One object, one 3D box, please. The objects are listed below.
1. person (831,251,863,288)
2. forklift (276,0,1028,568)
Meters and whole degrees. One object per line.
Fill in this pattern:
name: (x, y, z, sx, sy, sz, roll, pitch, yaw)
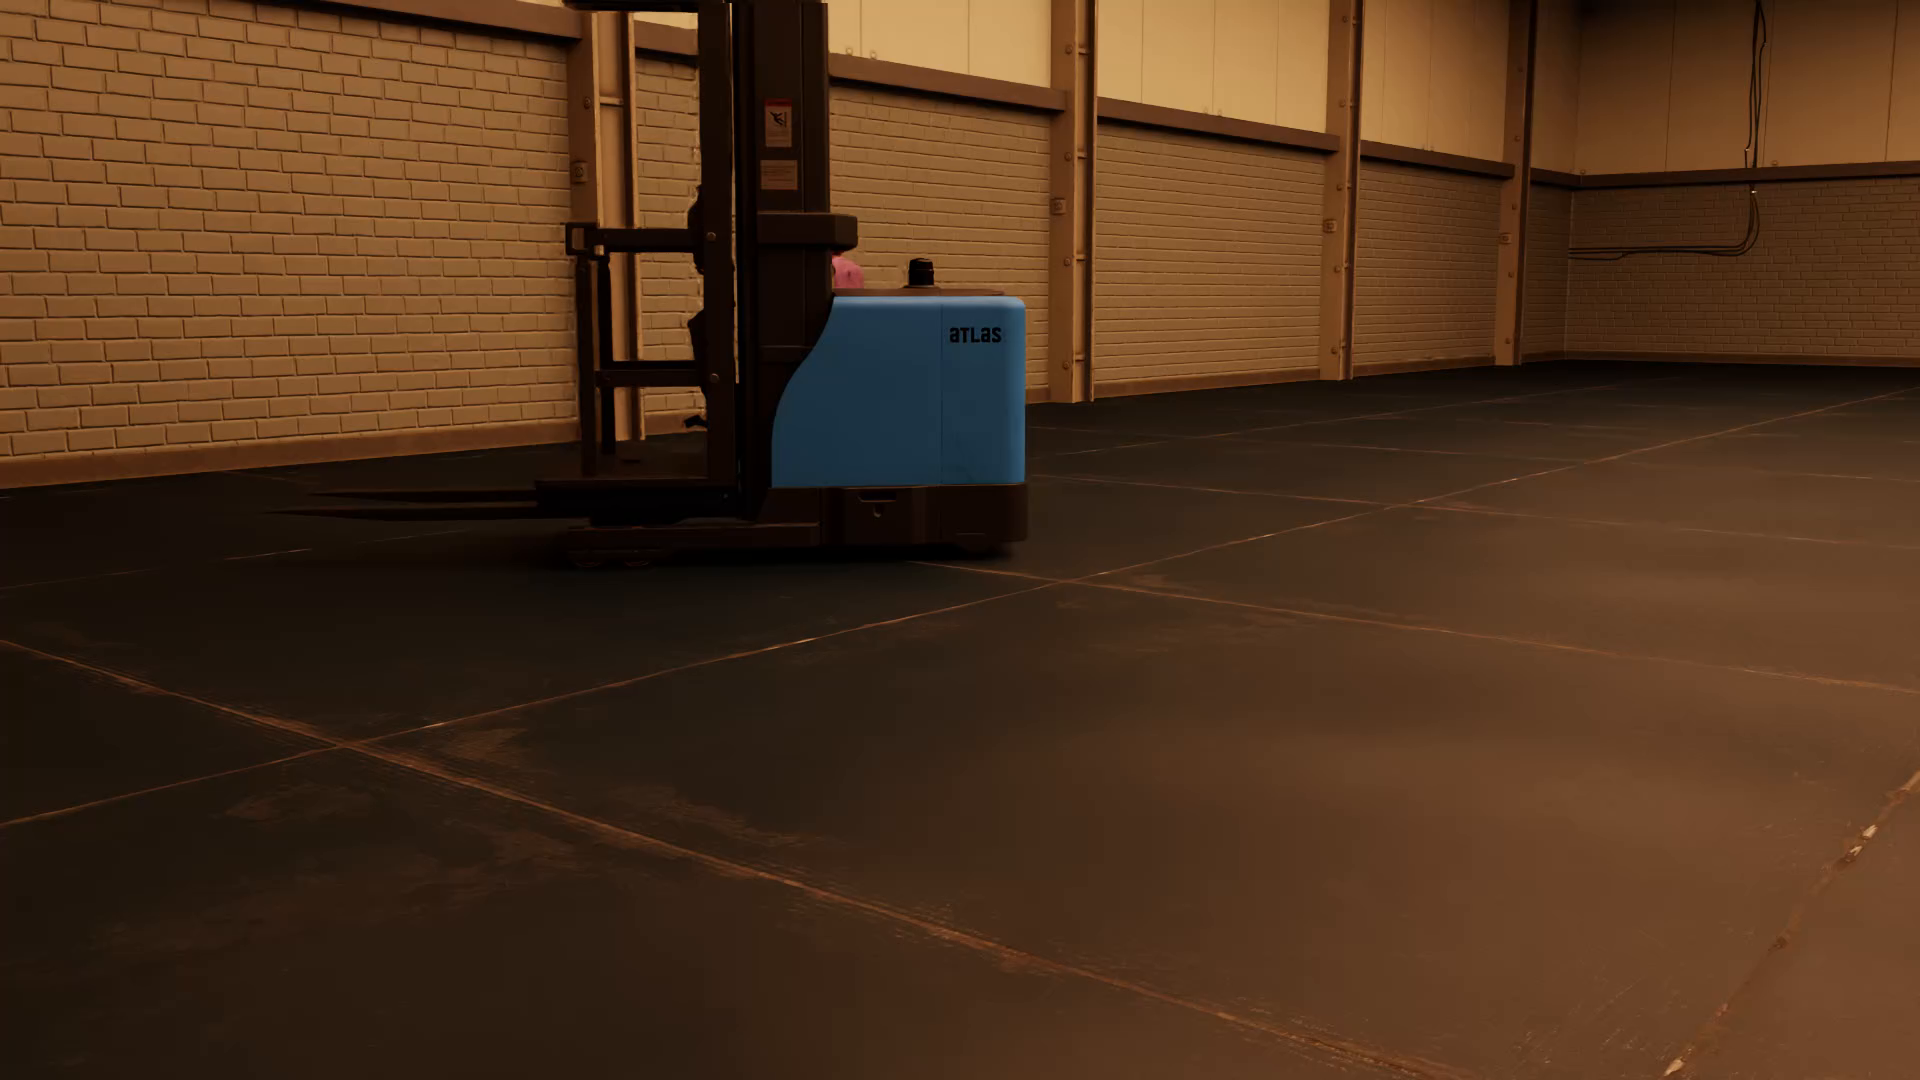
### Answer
person: (-0.743, -1.063, 9.502, 0.465, 1.524, 0.720, -6, 10, -37)
forklift: (-1.275, -1.419, 6.980, 3.031, 2.935, 1.130, -1, 8, -7)
